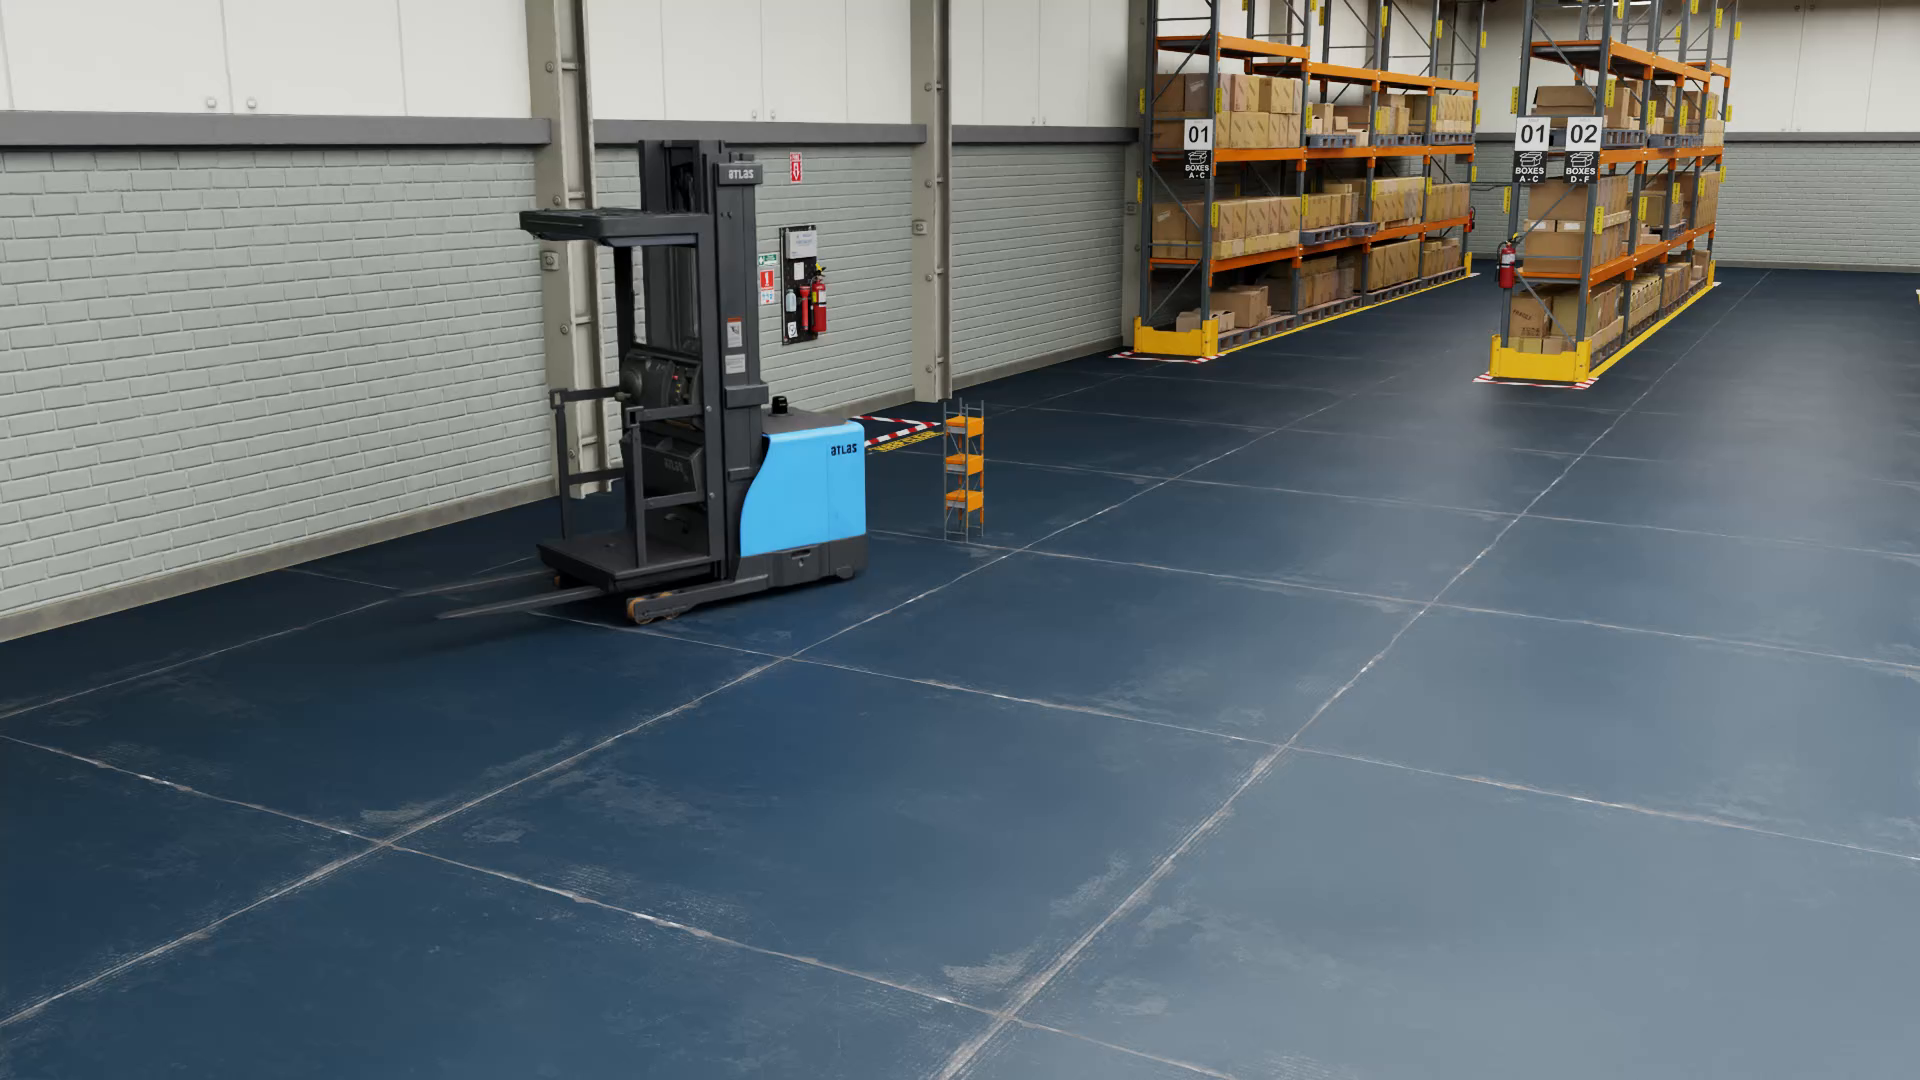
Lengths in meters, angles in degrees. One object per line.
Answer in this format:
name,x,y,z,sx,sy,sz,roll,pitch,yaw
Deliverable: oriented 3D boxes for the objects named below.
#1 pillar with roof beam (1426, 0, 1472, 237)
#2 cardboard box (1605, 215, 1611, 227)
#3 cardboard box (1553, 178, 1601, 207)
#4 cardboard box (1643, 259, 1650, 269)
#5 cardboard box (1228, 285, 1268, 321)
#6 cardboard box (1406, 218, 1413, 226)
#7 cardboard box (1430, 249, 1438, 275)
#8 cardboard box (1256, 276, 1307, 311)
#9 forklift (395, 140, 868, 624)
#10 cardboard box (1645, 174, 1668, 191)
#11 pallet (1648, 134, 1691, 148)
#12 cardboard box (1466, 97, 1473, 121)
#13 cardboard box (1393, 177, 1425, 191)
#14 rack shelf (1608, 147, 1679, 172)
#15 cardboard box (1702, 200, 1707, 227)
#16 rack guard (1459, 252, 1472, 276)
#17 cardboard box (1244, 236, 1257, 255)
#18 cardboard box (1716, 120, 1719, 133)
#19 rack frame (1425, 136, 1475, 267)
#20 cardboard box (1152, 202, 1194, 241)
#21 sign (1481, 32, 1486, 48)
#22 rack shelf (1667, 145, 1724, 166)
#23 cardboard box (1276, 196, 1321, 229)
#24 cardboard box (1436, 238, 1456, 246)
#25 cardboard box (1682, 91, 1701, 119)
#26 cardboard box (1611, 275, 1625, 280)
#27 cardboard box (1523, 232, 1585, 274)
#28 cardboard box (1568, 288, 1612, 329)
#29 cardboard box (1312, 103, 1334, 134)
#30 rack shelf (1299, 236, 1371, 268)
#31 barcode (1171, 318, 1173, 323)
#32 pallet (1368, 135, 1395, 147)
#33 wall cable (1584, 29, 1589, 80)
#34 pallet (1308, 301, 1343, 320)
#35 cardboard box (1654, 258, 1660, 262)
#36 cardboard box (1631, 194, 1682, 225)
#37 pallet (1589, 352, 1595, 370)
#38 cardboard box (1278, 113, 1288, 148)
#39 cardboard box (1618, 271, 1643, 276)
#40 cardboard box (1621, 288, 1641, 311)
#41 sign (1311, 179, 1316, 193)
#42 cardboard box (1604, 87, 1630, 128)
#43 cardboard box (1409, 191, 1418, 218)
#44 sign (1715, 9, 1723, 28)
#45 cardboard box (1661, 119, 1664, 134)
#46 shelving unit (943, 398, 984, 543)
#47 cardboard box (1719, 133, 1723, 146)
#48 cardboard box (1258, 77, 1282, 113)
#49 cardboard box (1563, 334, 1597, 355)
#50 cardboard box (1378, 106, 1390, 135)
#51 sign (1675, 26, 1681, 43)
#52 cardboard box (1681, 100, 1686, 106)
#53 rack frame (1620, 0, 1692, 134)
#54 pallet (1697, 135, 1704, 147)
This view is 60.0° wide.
pillar with roof beam,15.049,-10.444,36.654,9.100,9.000,0.548,7,15,28
cardboard box,8.458,-4.256,22.188,0.380,0.149,0.250,8,15,29
cardboard box,7.848,-4.413,21.458,0.700,0.500,0.500,7,15,27
cardboard box,11.965,-4.966,29.526,0.500,0.250,0.500,7,15,27
cardboard box,4.465,-3.683,25.804,0.500,0.500,0.500,6,15,24
cardboard box,8.541,-6.166,32.201,0.380,0.149,0.250,7,15,28
cardboard box,9.496,-5.776,34.530,0.700,0.500,0.500,7,15,27
cardboard box,5.273,-4.053,27.340,0.700,0.500,0.500,8,16,30
forklift,-2.088,-1.037,10.582,3.031,2.935,1.130,-11,17,-39
cardboard box,13.155,-6.650,31.371,0.500,0.500,0.500,7,15,28
pallet,10.954,-6.379,26.595,1.213,0.211,1.003,8,16,31
cardboard box,10.618,-9.185,35.443,0.500,0.500,0.500,7,15,28
cardboard box,8.797,-6.985,32.618,0.500,0.250,0.500,8,16,29
rack shelf,10.237,-5.860,25.574,1.077,0.370,4.000,7,15,28
cardboard box,14.111,-6.312,32.103,0.500,0.500,0.500,7,15,28
rack guard,10.744,-6.153,36.990,1.175,0.500,0.348,7,15,28
cardboard box,4.002,-4.294,24.221,0.500,0.250,0.500,7,15,27
cardboard box,14.559,-8.092,32.553,0.500,0.250,0.500,7,15,28
rack frame,10.733,-7.363,36.676,1.000,3.000,0.127,7,15,28
cardboard box,3.040,-4.503,23.489,0.500,0.500,0.500,7,15,27
sign,11.201,-10.708,35.587,0.100,0.325,0.005,7,15,28
rack shelf,14.104,-7.501,32.382,1.077,0.370,4.000,7,15,28
cardboard box,5.484,-5.378,27.290,0.700,0.500,0.500,9,16,34
cardboard box,10.456,-6.413,35.789,0.380,0.149,0.250,8,16,30
cardboard box,13.339,-8.079,30.899,0.700,0.500,0.500,7,15,28
cardboard box,10.693,-4.228,27.443,0.500,0.311,0.500,8,16,30
cardboard box,7.573,-3.663,21.115,0.700,0.500,0.500,7,15,28
cardboard box,8.518,-3.145,22.548,0.500,0.500,0.500,7,15,28
cardboard box,5.862,-6.969,27.529,0.500,0.500,0.500,7,15,26
rack shelf,5.899,-4.962,28.251,1.077,0.370,4.000,7,15,28
barcode,3.070,-3.173,24.073,0.001,0.075,0.075,7,15,28
pallet,7.130,-7.227,30.112,1.213,0.211,1.003,8,16,31
wall cable,16.148,-12.039,39.119,3.097,2.526,0.112,7,15,28
pallet,5.896,-3.957,28.497,1.003,0.211,1.213,7,15,28
cardboard box,13.164,-5.130,31.807,0.500,0.500,0.500,7,15,28
cardboard box,12.019,-5.722,28.760,0.700,0.500,0.500,11,17,38
pallet,7.669,-2.326,21.733,1.003,0.211,1.213,7,15,28
cardboard box,4.648,-6.184,25.128,0.500,0.500,0.500,6,15,23
cardboard box,11.450,-4.379,28.691,0.500,0.500,0.500,8,16,30
cardboard box,9.934,-3.640,25.005,0.500,0.311,0.500,7,15,27
sign,6.378,-6.347,29.991,0.100,0.325,0.005,7,15,28
cardboard box,8.378,-5.609,21.591,0.500,0.500,0.500,7,15,28
cardboard box,8.559,-6.517,32.273,0.500,0.500,0.500,8,15,28
sign,13.626,-9.368,29.861,0.100,0.325,0.005,7,15,28
cardboard box,11.034,-6.652,26.748,0.500,0.250,0.500,6,15,24
shelving unit,0.026,-0.521,12.456,0.215,1.050,0.252,7,15,28
cardboard box,15.053,-8.053,33.457,0.500,0.250,0.500,7,15,28
cardboard box,4.428,-6.549,24.507,0.500,0.500,0.500,7,15,26
cardboard box,8.029,-2.576,21.788,0.500,0.250,0.500,7,15,28
cardboard box,7.539,-7.776,30.834,0.700,0.500,0.500,8,16,31
sign,14.596,-10.273,33.785,0.100,0.325,0.005,7,15,28
cardboard box,12.526,-7.507,29.550,0.600,0.600,0.600,7,15,27
rack frame,11.204,-8.078,26.840,1.000,3.000,0.127,7,15,28
pallet,12.761,-7.223,30.096,1.213,0.211,1.003,7,15,28
